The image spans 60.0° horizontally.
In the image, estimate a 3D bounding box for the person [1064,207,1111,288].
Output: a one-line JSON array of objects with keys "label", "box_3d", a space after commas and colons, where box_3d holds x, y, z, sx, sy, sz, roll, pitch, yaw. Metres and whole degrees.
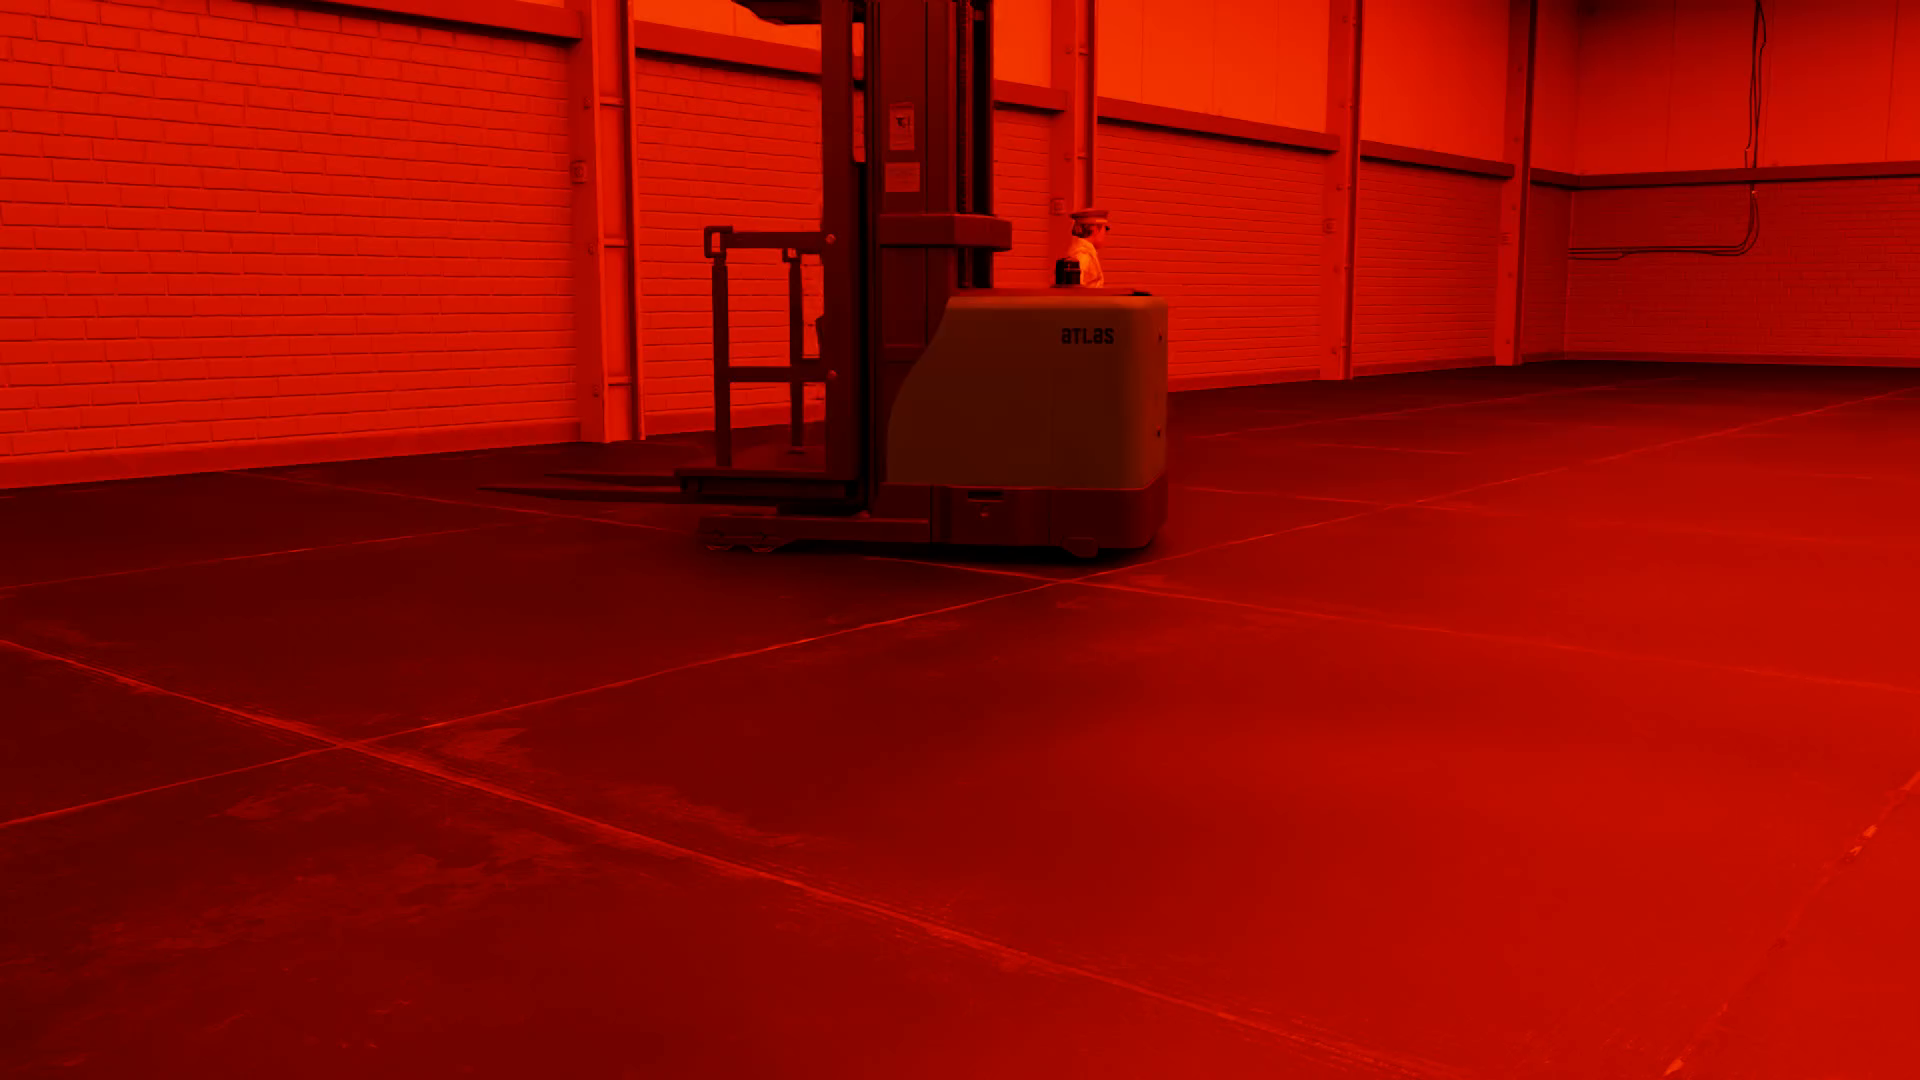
[{"label": "person", "box_3d": [0.763, -1.294, 10.641, 0.381, 1.636, 0.784, -1, 8, -5]}]

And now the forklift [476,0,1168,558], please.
[{"label": "forklift", "box_3d": [-0.630, -1.463, 7.282, 3.031, 2.935, 1.130, 2, 9, 13]}]
